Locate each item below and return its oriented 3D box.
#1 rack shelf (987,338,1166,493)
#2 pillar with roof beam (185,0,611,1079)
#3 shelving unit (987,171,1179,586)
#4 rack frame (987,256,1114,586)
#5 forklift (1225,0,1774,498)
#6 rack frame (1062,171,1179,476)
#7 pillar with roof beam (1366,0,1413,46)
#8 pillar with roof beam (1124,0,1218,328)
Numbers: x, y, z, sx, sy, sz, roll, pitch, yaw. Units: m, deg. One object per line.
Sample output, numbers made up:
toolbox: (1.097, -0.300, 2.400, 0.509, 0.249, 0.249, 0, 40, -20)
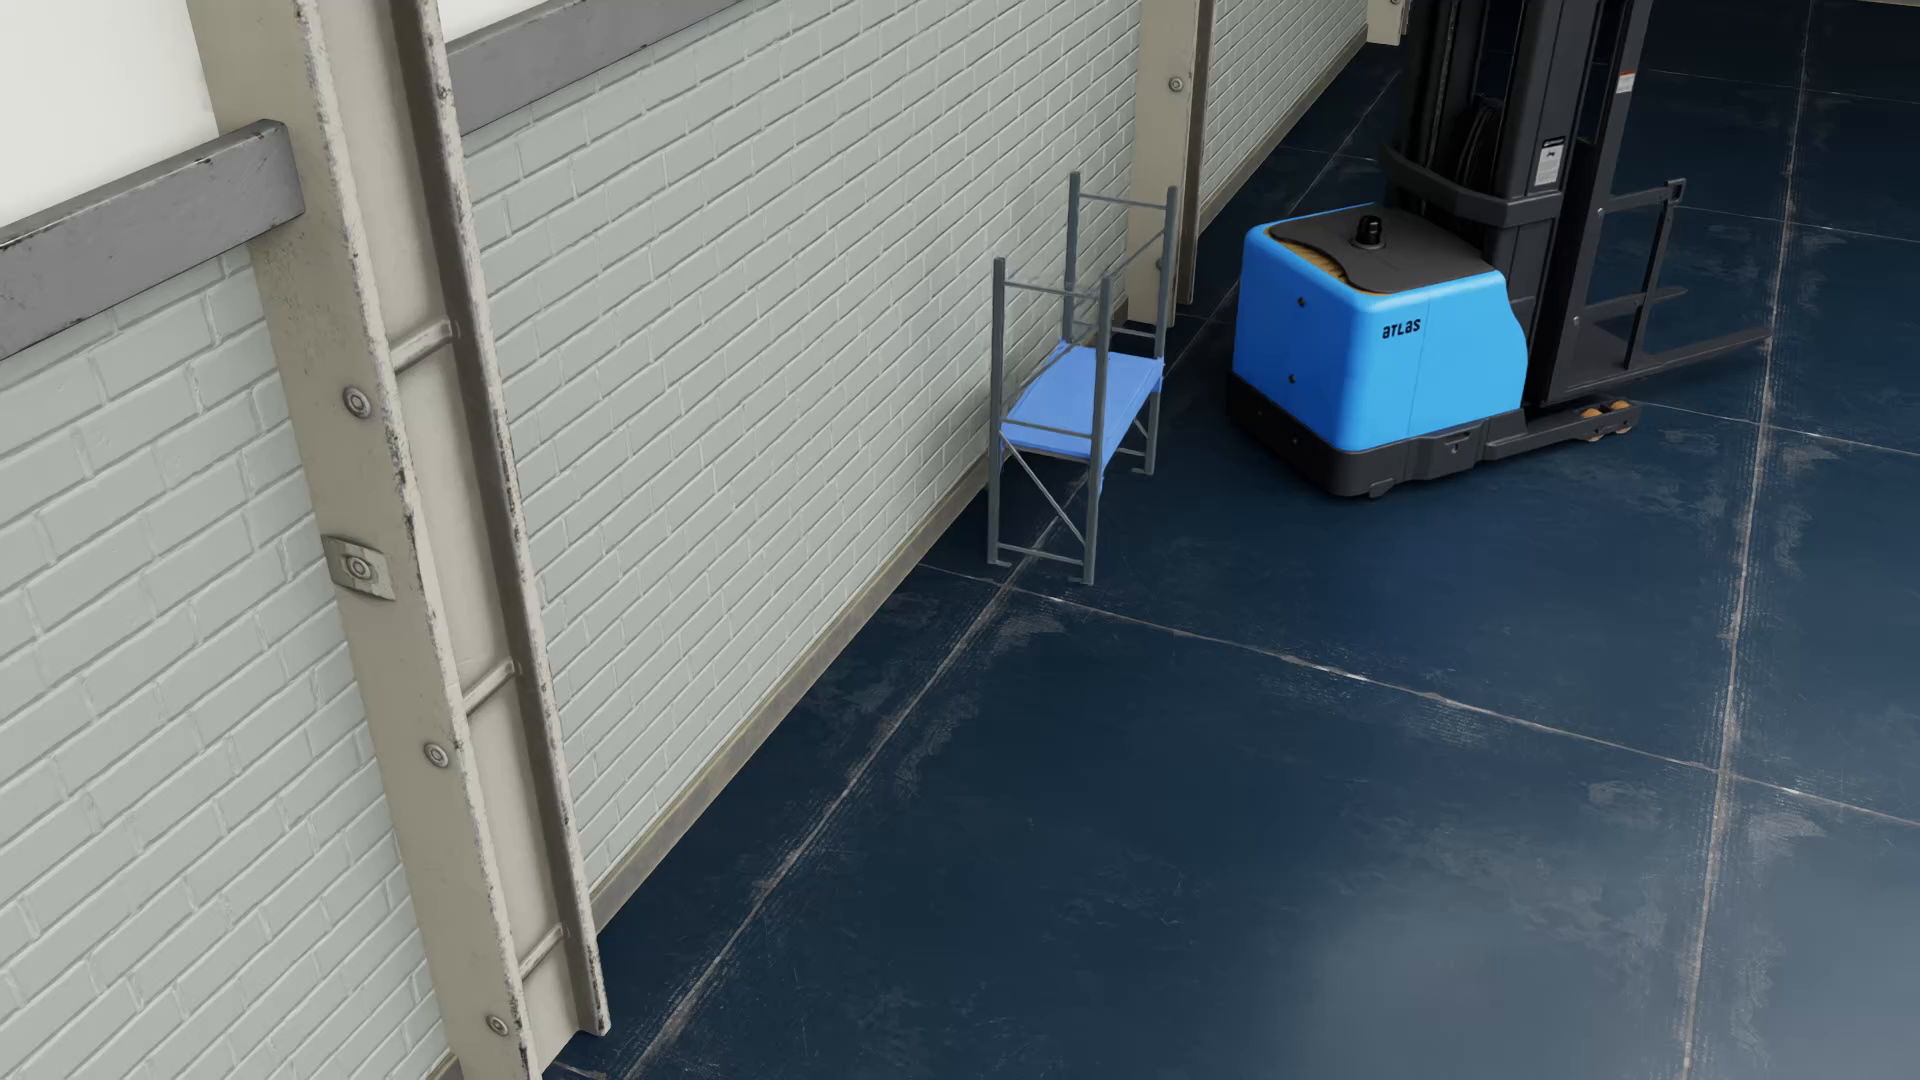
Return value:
rack shelf: (0.547, -0.587, 7.605, 0.538, 0.185, 1.000, 12, 36, 17)
pillar with roof beam: (2.567, -1.149, 1.295, 9.100, 9.000, 0.400, 14, 36, 20)
shelving unit: (0.549, -0.737, 7.505, 0.538, 1.500, 1.048, 12, 36, 17)
rack frame: (0.368, -0.474, 7.109, 0.500, 1.500, 0.032, 12, 36, 17)
forklift: (2.934, -1.973, 8.086, 3.031, 2.935, 1.130, -15, 36, -21)
rack frame: (0.730, -0.999, 7.900, 0.500, 1.500, 0.032, 12, 36, 17)
pillar with roof beam: (7.587, -7.125, 10.410, 9.100, 9.000, 0.400, 14, 36, 20)
pillar with roof beam: (5.077, -4.137, 5.853, 9.100, 9.000, 0.400, 14, 36, 20)
